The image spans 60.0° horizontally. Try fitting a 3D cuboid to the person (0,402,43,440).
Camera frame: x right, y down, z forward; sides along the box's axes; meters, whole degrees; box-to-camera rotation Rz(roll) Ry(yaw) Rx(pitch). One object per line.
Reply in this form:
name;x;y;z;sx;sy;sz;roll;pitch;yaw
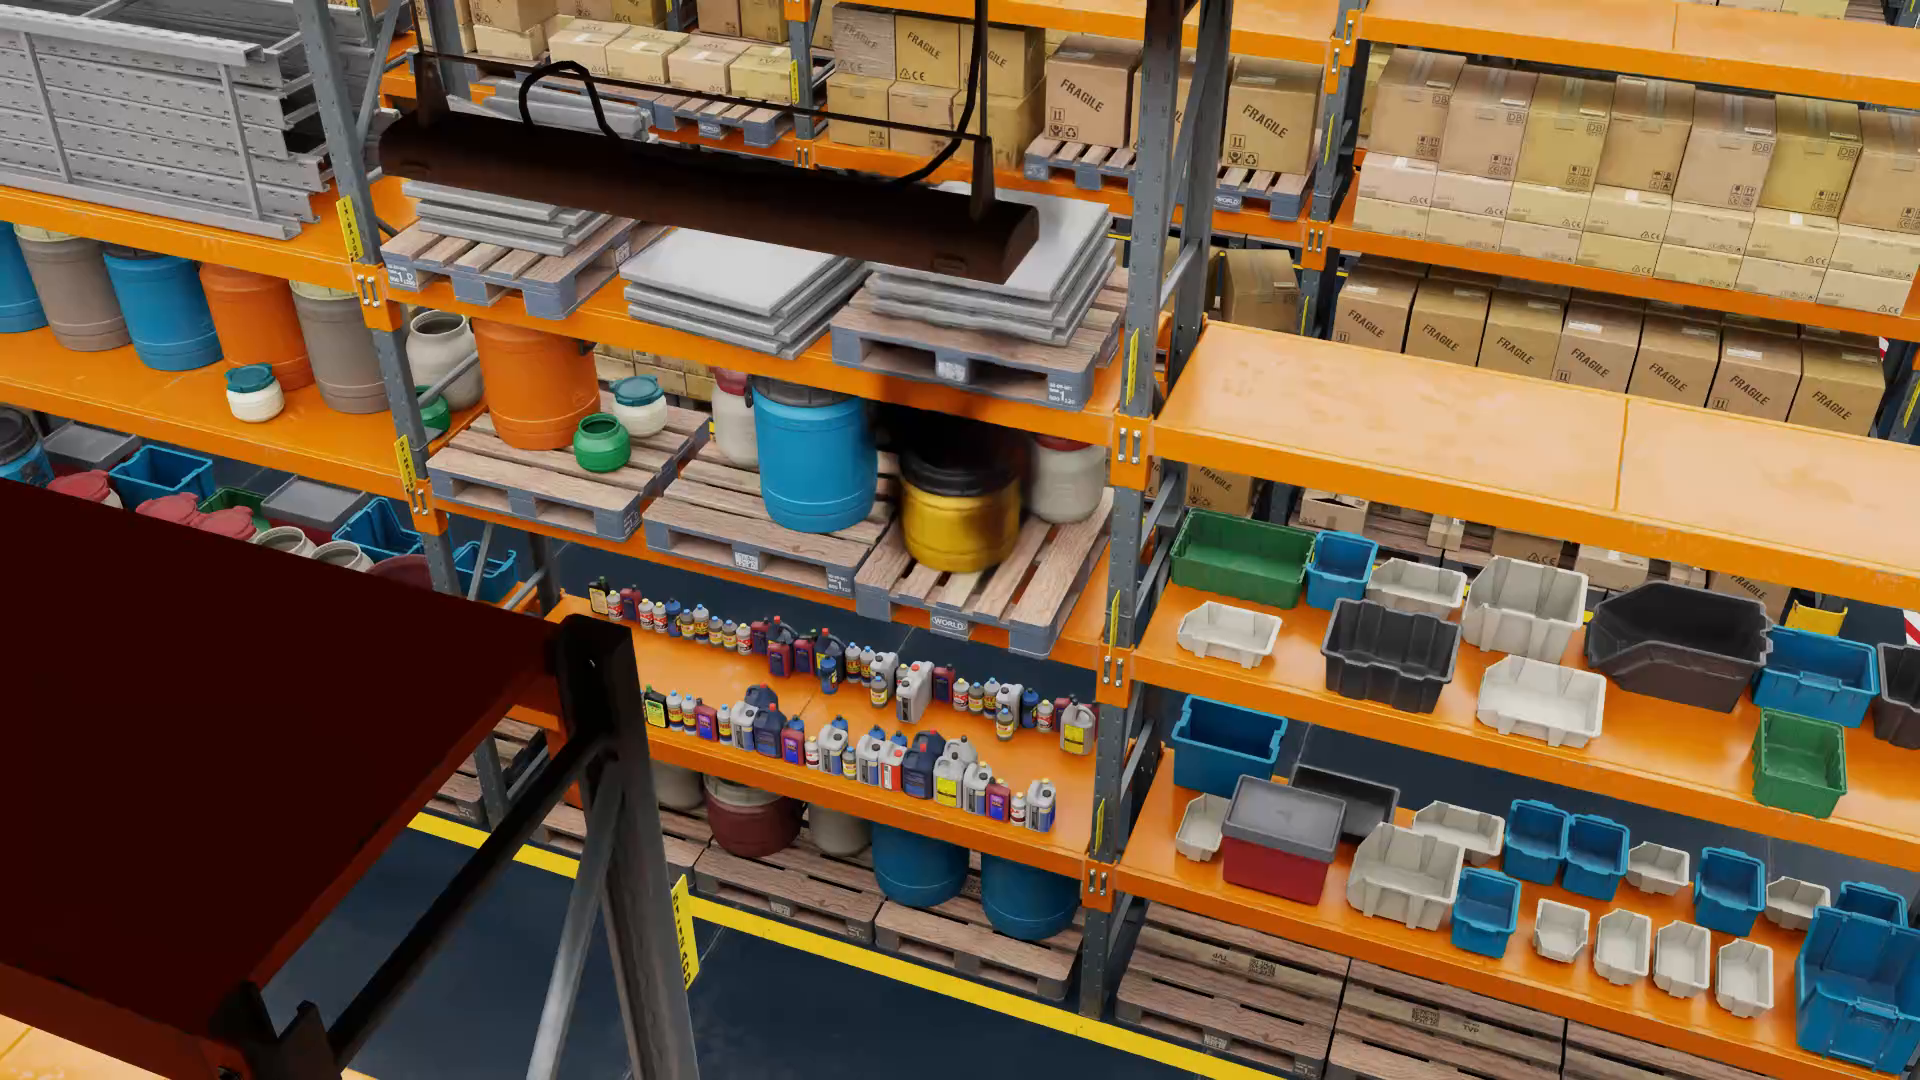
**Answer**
person;-7.708;-1.151;13.519;0.686;1.757;0.646;8;37;10
